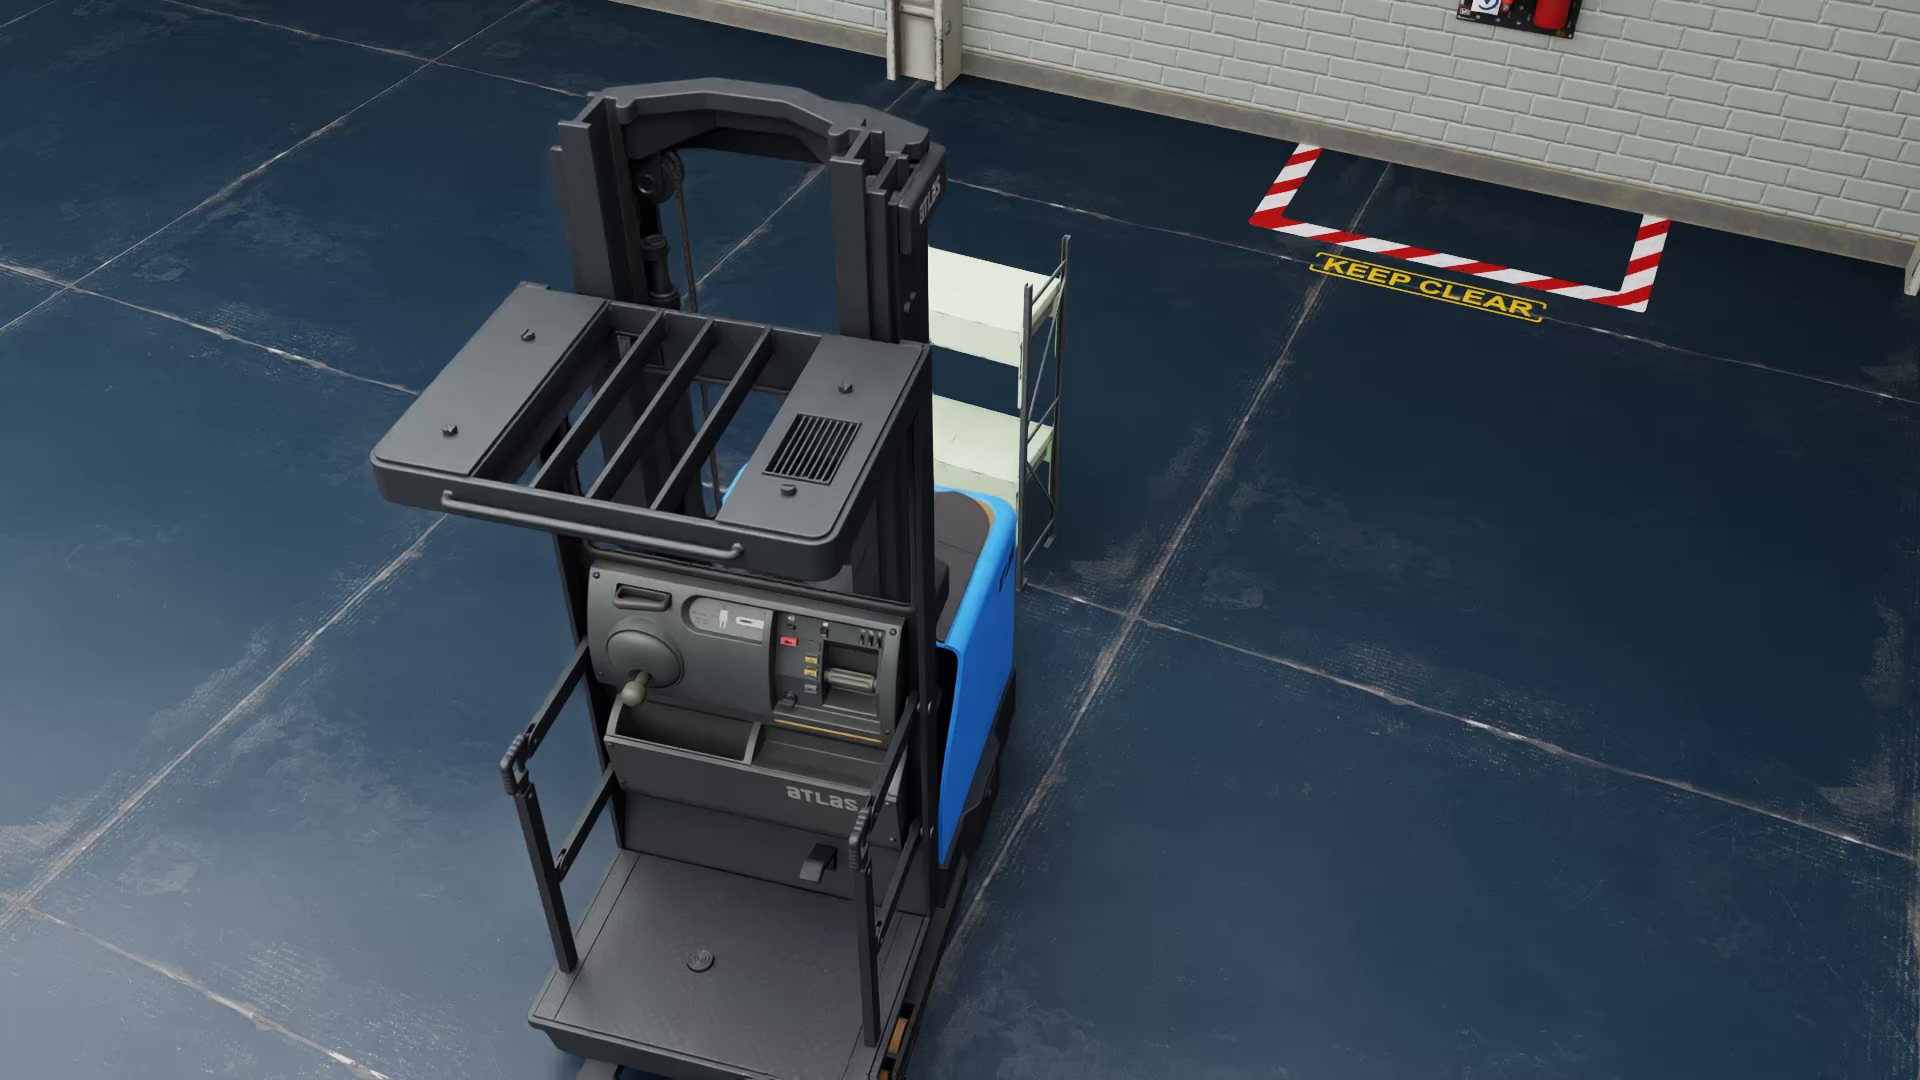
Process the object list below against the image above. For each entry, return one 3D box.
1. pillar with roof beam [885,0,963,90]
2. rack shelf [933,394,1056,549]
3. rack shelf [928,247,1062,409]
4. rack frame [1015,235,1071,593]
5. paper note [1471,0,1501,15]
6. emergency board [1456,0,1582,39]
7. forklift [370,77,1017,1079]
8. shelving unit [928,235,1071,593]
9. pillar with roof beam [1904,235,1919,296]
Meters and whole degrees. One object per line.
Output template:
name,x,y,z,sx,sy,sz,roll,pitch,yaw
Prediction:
pillar with roof beam,-2.045,-3.840,4.810,0.400,9.000,9.100,17,44,19
rack shelf,-0.006,-0.322,6.974,0.720,0.370,0.431,17,44,19
rack shelf,-0.006,-0.863,6.505,0.720,0.370,0.431,17,44,19
rack frame,0.326,-0.467,6.644,0.023,1.500,0.400,17,44,19
paper note,2.858,-2.931,9.014,0.142,0.148,0.016,17,44,19
emergency board,2.989,-3.174,8.622,0.643,1.169,0.194,17,44,19
forklift,-0.670,0.406,4.544,1.130,2.935,3.031,10,42,11
shelving unit,-0.006,-0.569,6.761,0.755,1.500,0.431,17,44,19
pillar with roof beam,3.392,-2.179,2.893,0.400,9.000,9.100,17,44,19
